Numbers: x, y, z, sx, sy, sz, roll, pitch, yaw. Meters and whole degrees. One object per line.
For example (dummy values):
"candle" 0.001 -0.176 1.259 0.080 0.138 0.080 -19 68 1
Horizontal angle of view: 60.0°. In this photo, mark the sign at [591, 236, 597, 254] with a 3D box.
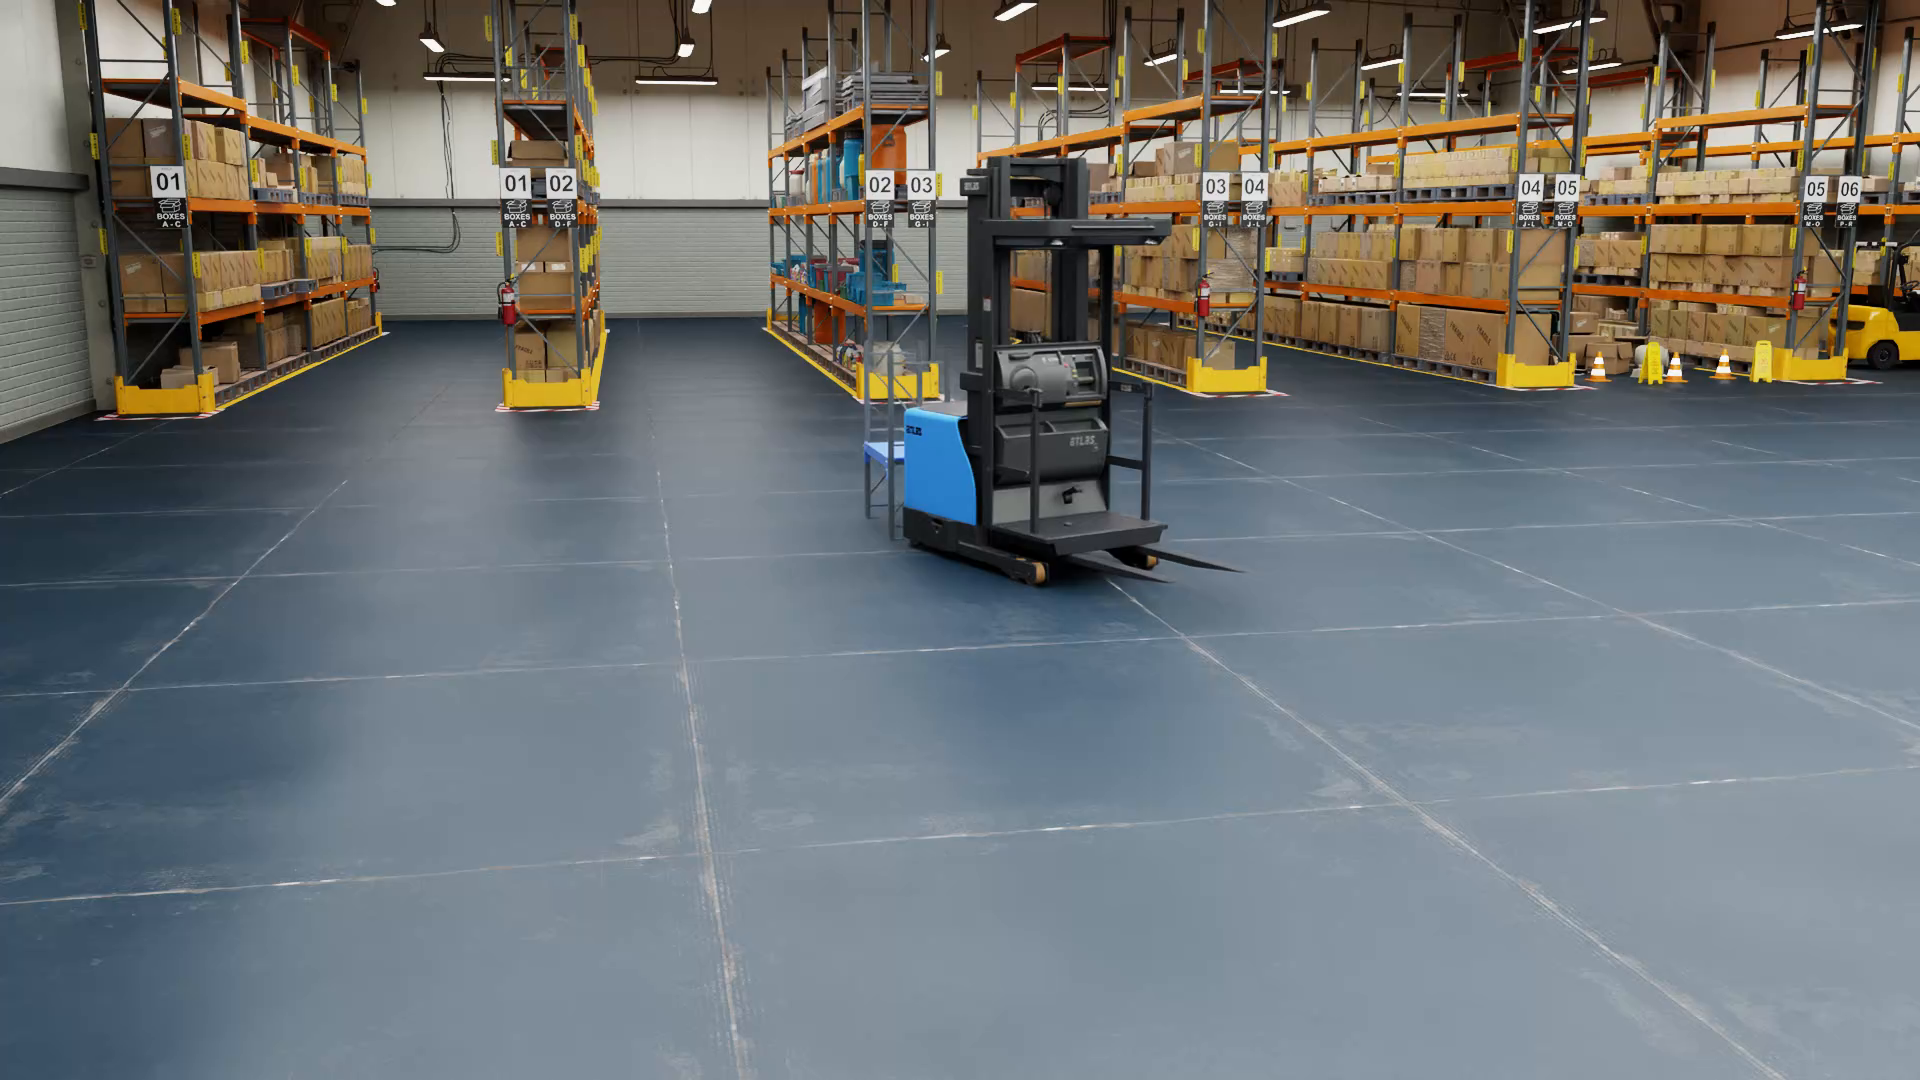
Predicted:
"sign" -6.714 -5.405 30.474 0.100 0.325 0.005 -2 11 -11

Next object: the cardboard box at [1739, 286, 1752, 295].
"cardboard box" 13.188 -4.142 27.606 0.380 0.149 0.250 -2 11 -10

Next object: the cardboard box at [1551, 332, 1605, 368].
"cardboard box" 10.722 -3.310 28.876 0.797 0.637 0.503 -2 11 -11

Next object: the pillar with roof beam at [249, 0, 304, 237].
"pillar with roof beam" -9.656 -8.569 34.148 9.100 9.000 0.548 -2 11 -11

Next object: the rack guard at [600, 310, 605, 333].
"rack guard" -8.799 -5.041 38.342 1.175 0.500 0.348 -2 11 -11

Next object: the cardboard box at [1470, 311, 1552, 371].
"cardboard box" 8.705 -3.154 26.304 0.875 0.875 0.875 -2 11 -11

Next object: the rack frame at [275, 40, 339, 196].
"rack frame" -12.894 -8.315 32.816 1.000 3.000 0.127 -2 11 -11

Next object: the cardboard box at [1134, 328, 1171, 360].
"cardboard box" 3.277 -3.345 28.309 0.500 0.500 0.500 -2 11 -13

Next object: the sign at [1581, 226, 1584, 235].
"sign" 16.042 -7.924 42.865 0.100 0.325 0.005 -2 11 -11

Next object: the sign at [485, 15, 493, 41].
"sign" -6.237 -6.776 22.019 0.100 0.325 0.005 -2 11 -11

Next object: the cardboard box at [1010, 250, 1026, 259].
"cardboard box" 1.331 -6.424 36.525 0.500 0.500 0.500 -2 11 -9

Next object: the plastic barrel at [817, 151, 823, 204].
"plastic barrel" -2.186 -6.306 28.943 0.600 0.901 0.708 -2 11 -11

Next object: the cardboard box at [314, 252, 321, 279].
"cardboard box" -12.052 -5.034 30.507 0.500 0.500 0.500 -2 11 -9

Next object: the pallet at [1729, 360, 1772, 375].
"pallet" 13.599 -2.862 27.670 1.003 0.211 1.213 -2 11 -11

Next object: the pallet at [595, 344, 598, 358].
"pallet" -7.366 -3.584 31.460 1.003 0.211 1.213 -2 11 -11

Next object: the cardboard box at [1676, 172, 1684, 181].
"cardboard box" 12.822 -6.378 29.203 0.380 0.149 0.250 -2 11 -13

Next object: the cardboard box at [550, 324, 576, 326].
"cardboard box" -5.988 -3.045 25.396 0.500 0.500 0.500 -2 11 -11

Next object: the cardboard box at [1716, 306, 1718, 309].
"cardboard box" 16.669 -4.857 36.253 0.500 0.500 0.500 -2 11 -12

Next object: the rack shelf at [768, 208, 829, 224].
"rack shelf" -3.565 -7.215 36.984 1.077 0.370 4.000 -2 11 -11

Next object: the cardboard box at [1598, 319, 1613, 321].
"cardboard box" 12.433 -4.212 33.206 0.950 0.372 0.625 -2 11 -12

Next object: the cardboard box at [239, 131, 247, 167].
"cardboard box" -10.974 -5.842 24.852 0.500 0.500 0.500 -3 11 -16

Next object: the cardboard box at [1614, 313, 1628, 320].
"cardboard box" 15.875 -5.347 39.770 0.380 0.149 0.250 -2 11 -13

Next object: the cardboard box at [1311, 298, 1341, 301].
"cardboard box" 7.449 -4.819 34.048 0.500 0.250 0.500 -3 11 -14

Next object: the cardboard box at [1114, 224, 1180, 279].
"cardboard box" 3.221 -5.093 29.205 1.000 1.000 1.000 -2 11 -11

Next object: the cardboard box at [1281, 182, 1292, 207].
"cardboard box" 6.875 -7.046 33.904 0.500 0.500 0.500 -2 11 -11

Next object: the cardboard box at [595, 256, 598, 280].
"cardboard box" -7.867 -5.701 34.861 0.500 0.500 0.500 -2 11 -10

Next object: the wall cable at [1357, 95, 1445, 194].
"wall cable" 12.721 -11.122 47.464 2.988 3.039 0.133 -2 11 -11

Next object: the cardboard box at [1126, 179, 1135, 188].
"cardboard box" 2.999 -5.966 27.832 0.380 0.149 0.250 -2 11 -13

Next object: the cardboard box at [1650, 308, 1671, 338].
"cardboard box" 12.809 -3.907 29.929 0.500 0.500 0.500 -2 11 -8

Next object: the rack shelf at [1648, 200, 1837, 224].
"rack shelf" 13.348 -5.555 28.261 1.077 0.370 4.000 -2 11 -11

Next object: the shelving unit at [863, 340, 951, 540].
"shelving unit" -0.442 -0.843 13.613 0.538 1.500 1.048 -3 11 -14

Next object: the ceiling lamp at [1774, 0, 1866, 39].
"ceiling lamp" 15.698 -10.692 29.693 0.800 3.185 2.000 -2 11 -11

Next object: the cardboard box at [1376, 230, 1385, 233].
"cardboard box" 10.546 -7.350 40.848 0.500 0.500 0.500 -2 11 -13

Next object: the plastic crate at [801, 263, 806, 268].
"plastic crate" -3.292 -5.986 36.782 0.437 0.282 0.530 -2 11 -11

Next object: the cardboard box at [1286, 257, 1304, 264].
"cardboard box" 6.803 -5.640 33.558 0.380 0.149 0.250 -2 11 -10

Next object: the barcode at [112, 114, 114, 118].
"barcode" -11.188 -5.588 21.963 0.001 0.075 0.075 -2 11 -11

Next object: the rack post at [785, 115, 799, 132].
"rack post" -3.043 -8.483 33.899 0.937 0.300 0.954 -2 11 -12

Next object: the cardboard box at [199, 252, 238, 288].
"cardboard box" -10.651 -3.850 23.746 0.500 0.500 0.500 -2 11 -9

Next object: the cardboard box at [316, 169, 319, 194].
"cardboard box" -12.830 -6.941 32.178 0.700 0.500 0.500 -3 11 -14

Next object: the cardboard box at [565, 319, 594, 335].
"cardboard box" -6.914 -3.859 30.181 0.500 0.311 0.500 -2 11 -10

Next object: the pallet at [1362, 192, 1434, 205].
"pallet" 7.897 -6.149 29.969 0.805 0.209 1.217 -3 11 -13

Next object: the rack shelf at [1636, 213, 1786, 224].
"rack shelf" 16.660 -7.203 36.922 1.077 0.370 4.000 -2 11 -11

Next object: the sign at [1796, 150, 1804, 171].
"sign" 13.189 -5.960 26.097 0.100 0.325 0.005 -2 11 -11

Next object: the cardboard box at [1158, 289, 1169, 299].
"cardboard box" 3.364 -3.900 26.337 0.380 0.149 0.250 -2 11 -11

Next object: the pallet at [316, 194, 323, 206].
"pallet" -12.514 -6.336 30.948 1.003 0.211 1.213 -2 11 -8

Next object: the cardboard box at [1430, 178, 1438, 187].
"cardboard box" 8.060 -5.943 27.657 0.380 0.149 0.250 -2 11 -12

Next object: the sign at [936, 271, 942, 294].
"sign" -0.302 -3.683 23.782 0.100 0.325 0.005 -2 11 -11

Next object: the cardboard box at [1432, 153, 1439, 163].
"cardboard box" 8.061 -6.334 27.580 0.380 0.149 0.250 -2 11 -10

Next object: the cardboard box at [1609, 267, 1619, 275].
"cardboard box" 12.469 -5.064 31.328 0.380 0.149 0.250 -2 11 -12

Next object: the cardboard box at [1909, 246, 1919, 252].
"cardboard box" 17.755 -5.383 30.660 0.380 0.149 0.250 -2 11 -10

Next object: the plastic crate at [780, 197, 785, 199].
"plastic crate" -3.666 -7.275 35.822 0.416 0.233 0.300 -2 11 -11

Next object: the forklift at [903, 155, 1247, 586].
"forklift" 0.783 -1.223 11.785 1.130 2.935 3.031 -7 13 -33

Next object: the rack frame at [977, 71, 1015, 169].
"rack frame" 0.904 -9.589 39.510 1.000 3.000 0.127 -2 11 -11

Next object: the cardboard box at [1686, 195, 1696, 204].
"cardboard box" 12.942 -5.947 29.067 0.380 0.149 0.250 -2 11 -9

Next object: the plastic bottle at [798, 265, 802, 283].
"plastic bottle" -3.169 -5.328 33.298 0.144 0.351 0.185 -2 11 -11

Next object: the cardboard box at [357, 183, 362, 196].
"cardboard box" -13.167 -7.537 35.760 0.500 0.250 0.500 -3 11 -13
